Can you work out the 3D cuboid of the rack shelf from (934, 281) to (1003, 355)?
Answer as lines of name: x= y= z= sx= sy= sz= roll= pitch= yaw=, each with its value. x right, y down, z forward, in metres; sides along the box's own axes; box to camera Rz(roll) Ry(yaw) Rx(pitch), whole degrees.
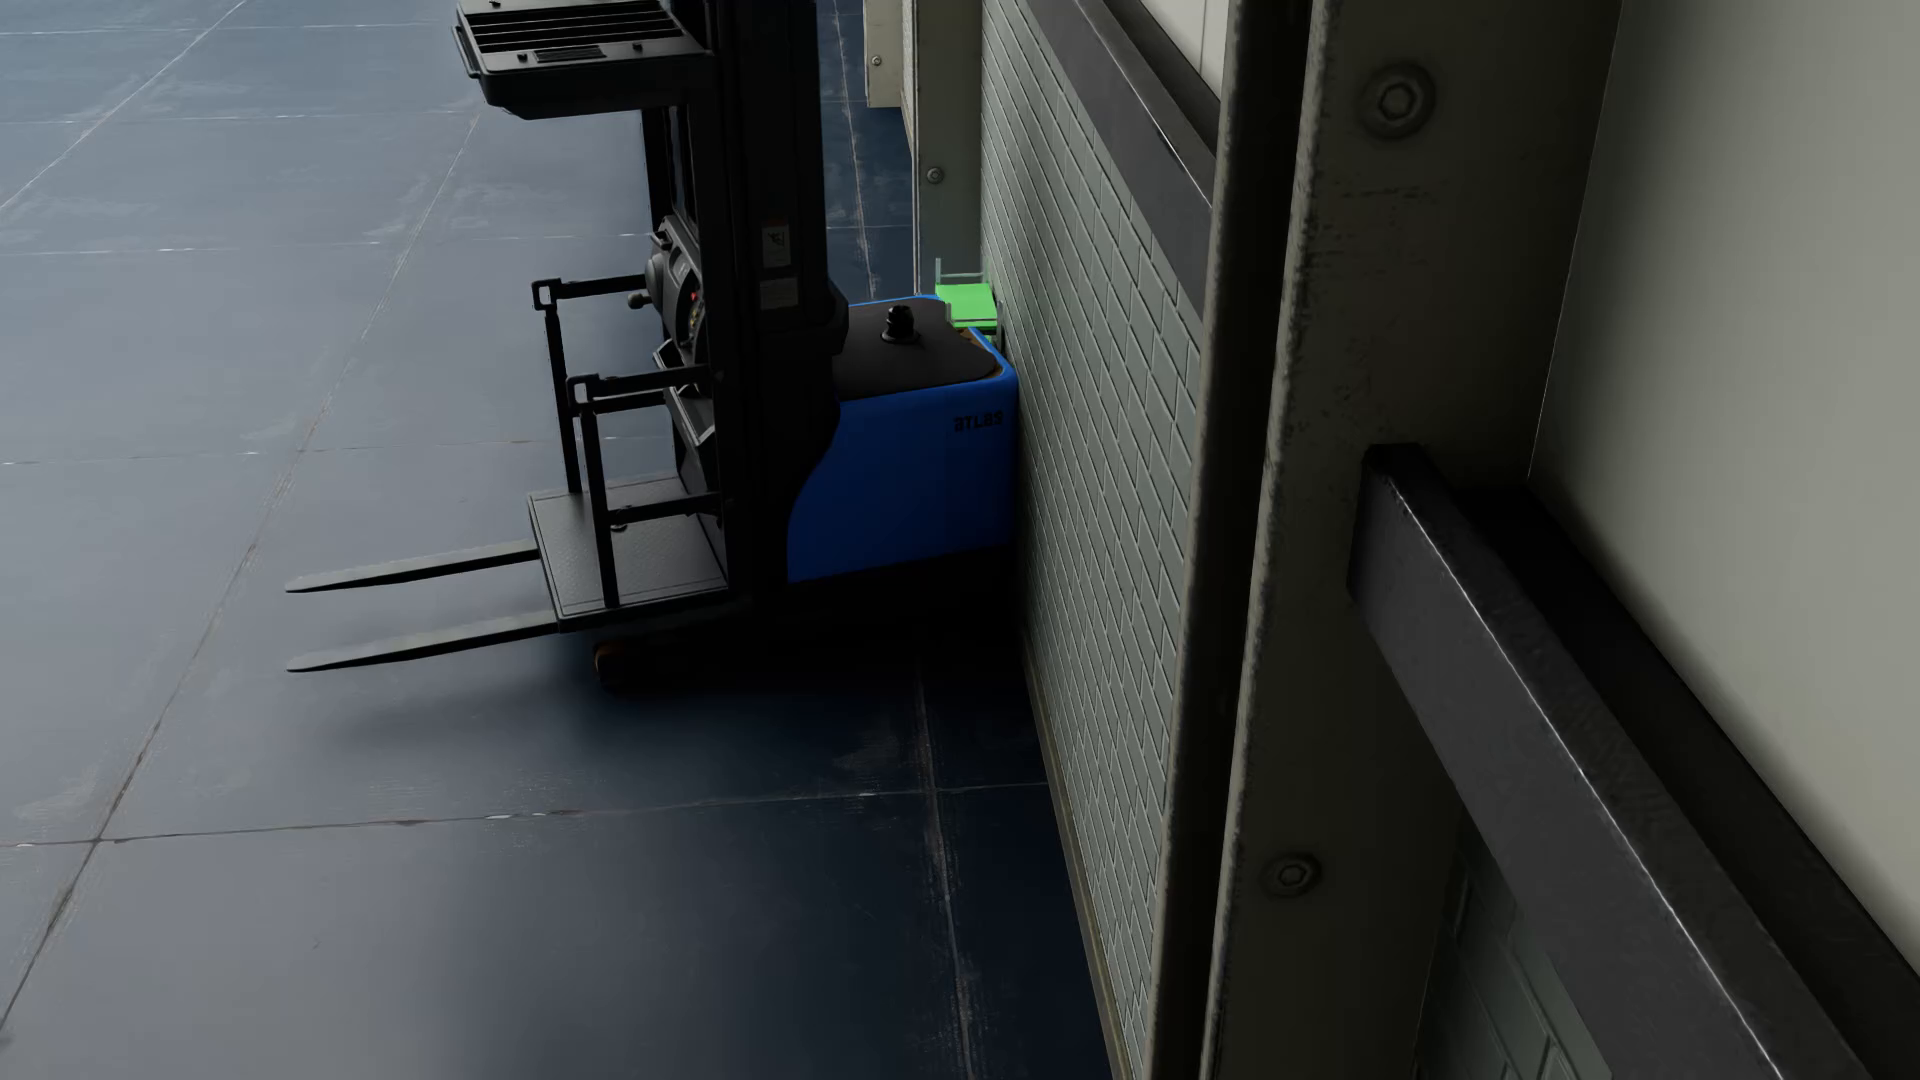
rack shelf: x=0.035 y=-0.993 z=7.433 sx=0.258 sy=0.148 sz=0.480 roll=-3 pitch=32 yaw=-5

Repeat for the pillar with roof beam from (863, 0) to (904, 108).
pillar with roof beam: x=-4.911 y=-7.335 z=11.255 sx=9.100 sy=9.000 sz=0.400 roll=-3 pitch=31 yaw=-5

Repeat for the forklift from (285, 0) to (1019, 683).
forklift: x=-1.303 y=-0.980 z=6.533 sx=3.031 sy=2.935 sz=1.130 roll=-10 pitch=32 yaw=-17

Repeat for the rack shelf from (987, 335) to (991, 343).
rack shelf: x=0.032 y=-0.790 z=7.560 sx=0.258 sy=0.148 sz=0.480 roll=-3 pitch=32 yaw=-5

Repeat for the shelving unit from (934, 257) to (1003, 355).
shelving unit: x=0.030 y=-0.641 z=7.654 sx=0.258 sy=1.200 sz=0.503 roll=-3 pitch=32 yaw=-5

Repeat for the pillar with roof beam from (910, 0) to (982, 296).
pillar with roof beam: x=-4.351 y=-4.272 z=6.127 sx=9.100 sy=9.000 sz=0.400 roll=-3 pitch=31 yaw=-5

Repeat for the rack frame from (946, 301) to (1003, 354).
rack frame: x=0.056 y=-0.512 z=7.449 sx=0.240 sy=1.200 sz=0.015 roll=-3 pitch=32 yaw=-5

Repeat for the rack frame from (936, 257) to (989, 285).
rack frame: x=0.005 y=-0.770 z=7.859 sx=0.240 sy=1.200 sz=0.015 roll=-3 pitch=32 yaw=-5
